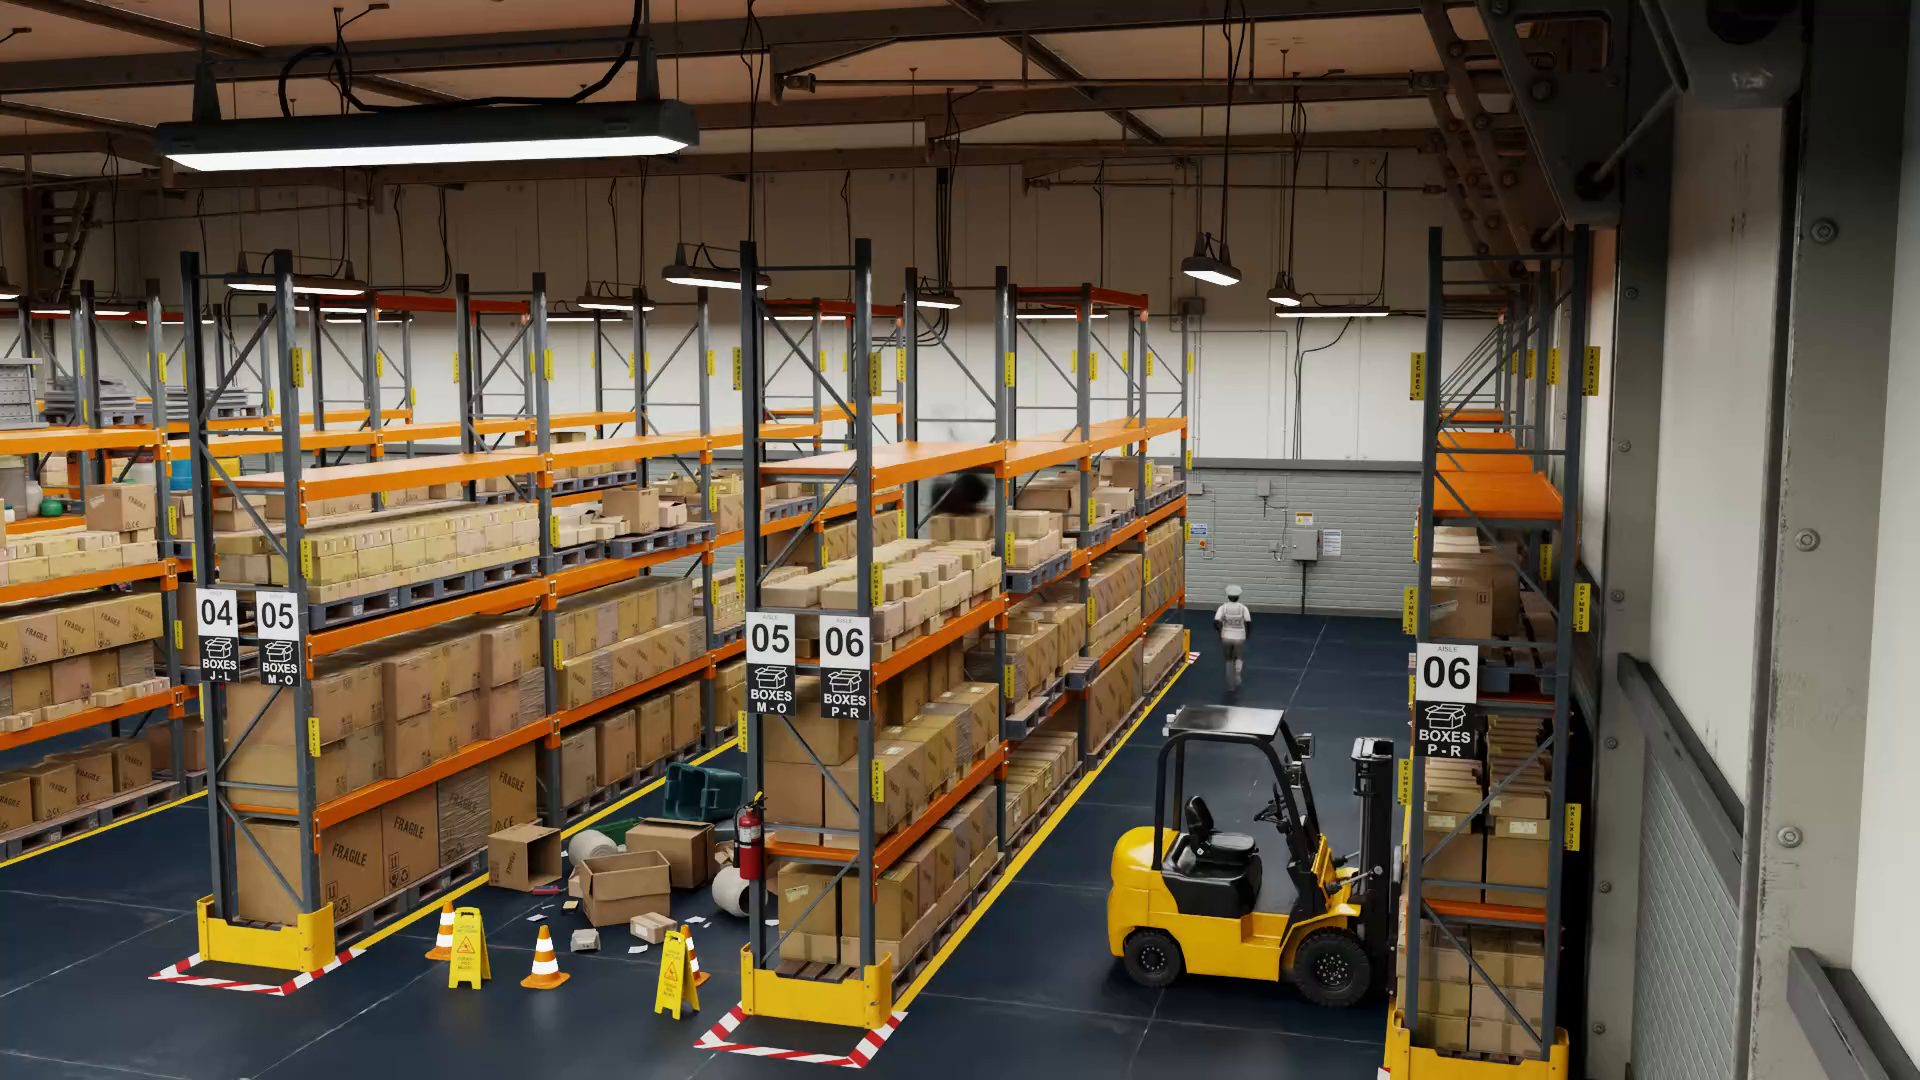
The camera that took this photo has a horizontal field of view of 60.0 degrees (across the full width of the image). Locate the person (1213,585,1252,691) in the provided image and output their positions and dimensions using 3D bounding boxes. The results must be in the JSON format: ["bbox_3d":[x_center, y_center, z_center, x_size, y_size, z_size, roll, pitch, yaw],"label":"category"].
[{"bbox_3d":[4.159,1.520,25.378,0.585,1.670,0.582,1,7,11],"label":"person"}]
